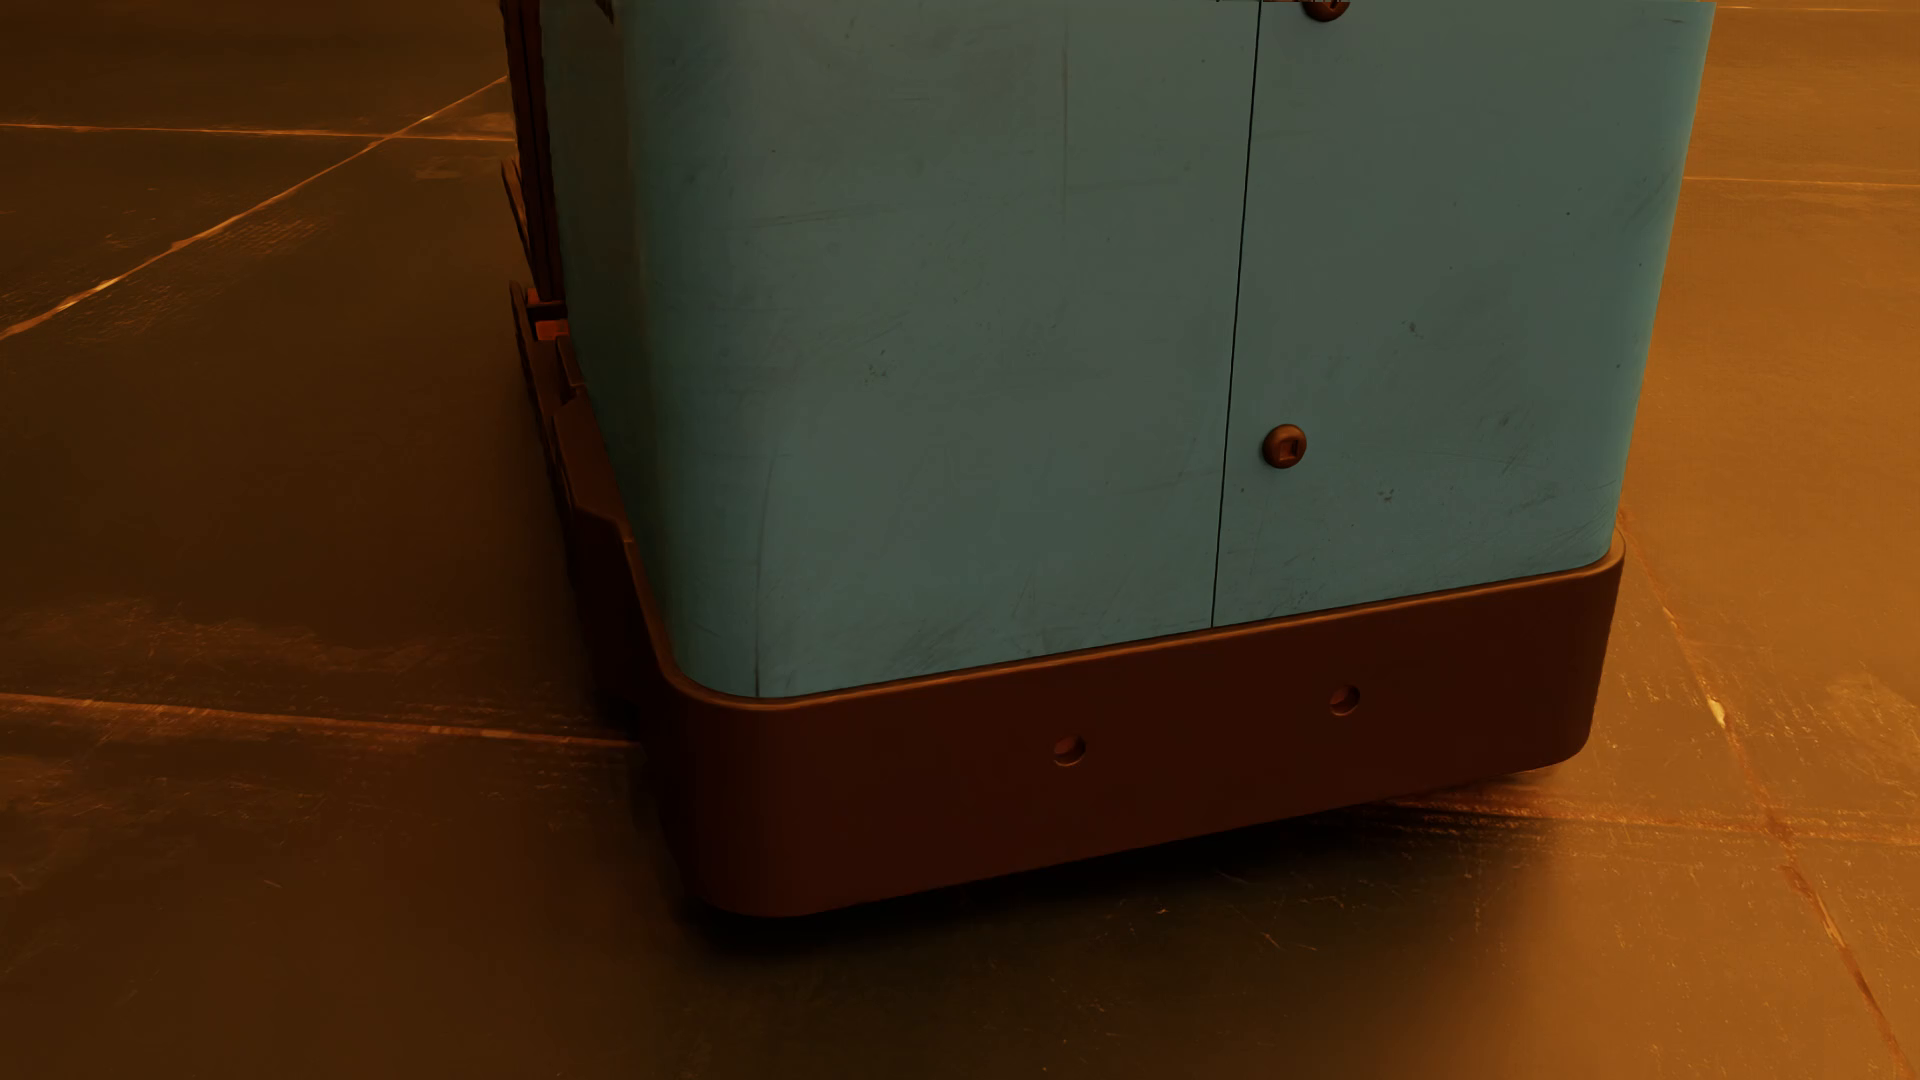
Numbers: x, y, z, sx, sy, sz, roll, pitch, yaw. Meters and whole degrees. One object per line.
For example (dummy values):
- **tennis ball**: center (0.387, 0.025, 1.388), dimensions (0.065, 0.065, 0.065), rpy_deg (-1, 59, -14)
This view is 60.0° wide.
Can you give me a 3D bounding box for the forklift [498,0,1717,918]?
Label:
- **forklift**: center (-0.208, -1.584, 2.393), dimensions (1.130, 2.935, 3.031), rpy_deg (-8, 28, -16)
